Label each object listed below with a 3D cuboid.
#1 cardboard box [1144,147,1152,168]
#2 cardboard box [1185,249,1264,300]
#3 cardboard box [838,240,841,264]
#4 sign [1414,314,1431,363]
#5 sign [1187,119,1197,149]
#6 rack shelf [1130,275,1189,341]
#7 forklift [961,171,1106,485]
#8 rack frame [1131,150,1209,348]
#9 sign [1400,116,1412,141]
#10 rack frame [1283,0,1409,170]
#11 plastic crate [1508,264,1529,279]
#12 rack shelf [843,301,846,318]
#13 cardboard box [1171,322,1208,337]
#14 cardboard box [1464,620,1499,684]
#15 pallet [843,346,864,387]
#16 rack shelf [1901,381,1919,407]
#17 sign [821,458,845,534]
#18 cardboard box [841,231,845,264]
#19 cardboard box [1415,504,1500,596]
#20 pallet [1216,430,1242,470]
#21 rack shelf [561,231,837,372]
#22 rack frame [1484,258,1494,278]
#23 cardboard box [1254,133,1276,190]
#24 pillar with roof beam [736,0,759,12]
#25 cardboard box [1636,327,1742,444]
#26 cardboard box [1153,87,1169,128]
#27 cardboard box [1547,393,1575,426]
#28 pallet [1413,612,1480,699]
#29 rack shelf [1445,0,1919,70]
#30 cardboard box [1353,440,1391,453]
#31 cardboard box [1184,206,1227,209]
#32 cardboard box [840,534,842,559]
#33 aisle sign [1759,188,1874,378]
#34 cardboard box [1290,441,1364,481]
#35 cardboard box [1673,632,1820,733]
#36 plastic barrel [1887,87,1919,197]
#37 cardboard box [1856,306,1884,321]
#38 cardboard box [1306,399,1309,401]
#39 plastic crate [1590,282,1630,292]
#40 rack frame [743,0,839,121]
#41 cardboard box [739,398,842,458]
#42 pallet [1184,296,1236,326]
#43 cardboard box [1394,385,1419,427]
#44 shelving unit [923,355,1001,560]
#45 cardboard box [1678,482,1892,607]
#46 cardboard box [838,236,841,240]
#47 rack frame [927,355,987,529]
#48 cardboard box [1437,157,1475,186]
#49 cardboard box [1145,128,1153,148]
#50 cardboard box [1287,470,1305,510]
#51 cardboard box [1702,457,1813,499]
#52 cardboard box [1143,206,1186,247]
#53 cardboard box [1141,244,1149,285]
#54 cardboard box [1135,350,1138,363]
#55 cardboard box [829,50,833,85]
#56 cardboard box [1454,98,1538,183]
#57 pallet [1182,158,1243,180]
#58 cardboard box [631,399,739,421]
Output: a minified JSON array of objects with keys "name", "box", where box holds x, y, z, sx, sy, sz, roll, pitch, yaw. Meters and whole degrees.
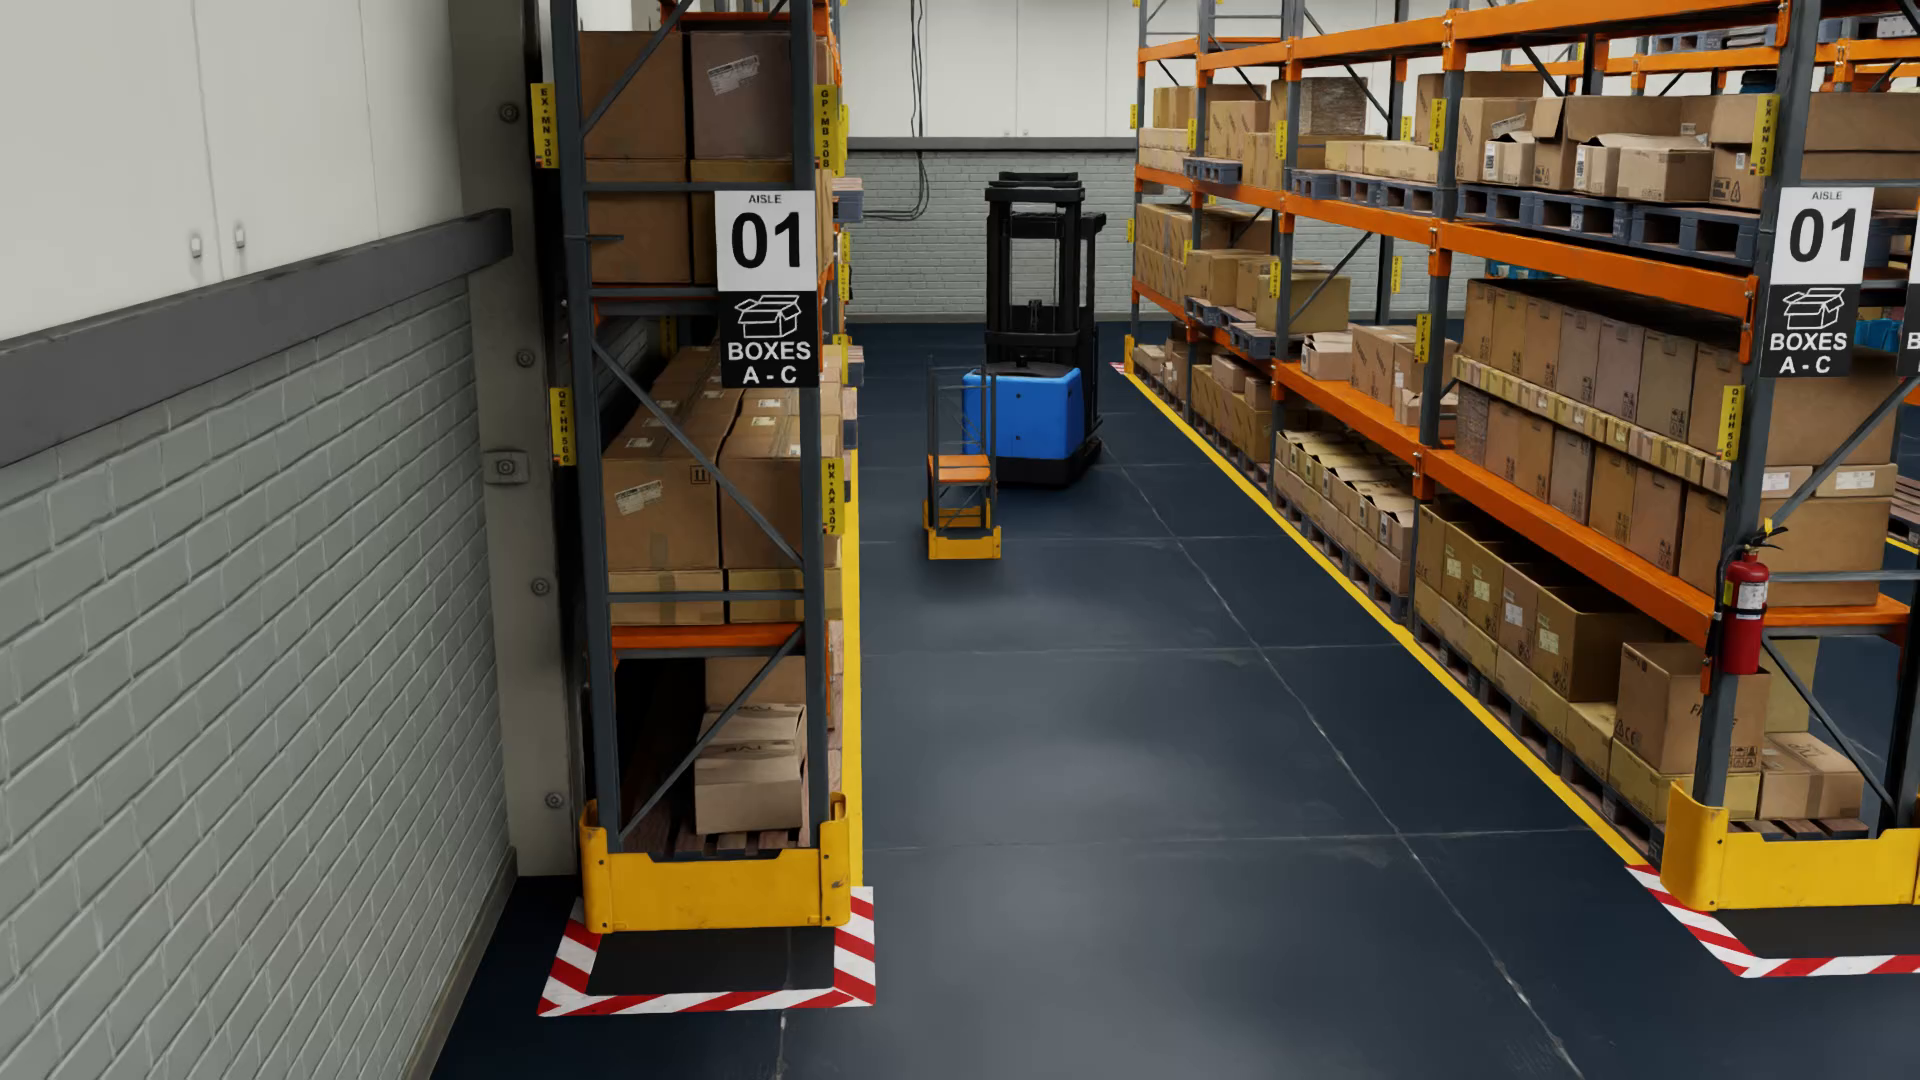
[{"name":"cardboard box","box":[2.672,-4.936,21.472,0.500,0.250,0.500,-1,14,-3]},{"name":"cardboard box","box":[2.929,-2.948,18.421,0.700,0.500,0.500,-6,16,-22]},{"name":"cardboard box","box":[-1.483,-2.939,17.086,0.500,0.250,0.500,-1,14,-2]},{"name":"sign","box":[3.078,-1.339,11.047,0.100,0.325,0.005,-1,14,-3]},{"name":"sign","box":[2.582,-4.510,18.478,0.100,0.325,0.005,-1,14,-3]},{"name":"rack shelf","box":[2.999,-2.966,20.979,1.077,0.370,4.000,-1,14,-3]},{"name":"forklift","box":[0.866,-2.271,16.972,1.130,2.935,3.031,4,15,14]},{"name":"rack frame","box":[2.875,-3.812,22.823,1.000,3.000,0.127,-1,14,-3]},{"name":"sign","box":[3.926,-3.571,14.668,0.100,0.325,0.005,-1,14,-3]},{"name":"rack frame","box":[3.371,-4.728,14.343,1.000,3.000,0.127,-1,14,-3]},{"name":"plastic crate","box":[7.547,-3.605,22.235,0.416,0.233,0.300,-1,14,-3]},{"name":"rack shelf","box":[-1.945,-2.889,20.679,1.077,0.370,4.000,-1,14,-3]},{"name":"cardboard box","box":[3.155,-2.683,22.569,0.500,0.500,0.500,-1,14,-3]},{"name":"cardboard box","box":[3.397,0.669,10.081,0.500,0.250,0.500,-1,14,-3]},{"name":"pallet","box":[-1.422,-1.477,14.131,1.213,0.211,1.003,-1,14,-3]},{"name":"rack shelf","box":[8.439,-1.052,13.540,1.077,0.370,4.000,-1,14,-3]},{"name":"sign","box":[-0.536,-0.183,6.981,0.100,0.325,0.005,-1,14,-3]},{"name":"cardboard box","box":[-1.971,-3.573,21.290,0.980,0.700,0.700,-1,14,-4]},{"name":"cardboard box","box":[3.335,0.057,10.954,0.500,0.500,0.500,-1,14,-3]},{"name":"pallet","box":[3.290,-0.961,17.338,1.003,0.211,1.213,-1,14,-3]},{"name":"rack shelf","box":[-1.201,-1.357,8.706,1.077,0.370,4.000,-1,14,-3]},{"name":"rack frame","box":[7.820,-3.888,23.117,1.000,3.000,0.127,-1,14,-3]},{"name":"cardboard box","box":[3.279,-3.559,15.617,0.910,0.500,0.500,-1,14,-3]},{"name":"pillar with roof beam","box":[1.198,-7.365,24.591,9.100,9.000,0.400,-1,14,-3]},{"name":"cardboard box","box":[3.809,-0.770,8.195,0.700,0.500,0.500,-1,14,-5]},{"name":"cardboard box","box":[2.870,-5.544,21.328,0.700,0.500,0.500,-1,14,-3]},{"name":"cardboard box","box":[3.542,-0.735,9.362,0.380,0.149,0.250,-1,14,-4]},{"name":"pallet","box":[3.626,0.721,10.800,1.003,0.211,1.213,-1,14,-3]},{"name":"rack shelf","box":[3.743,-2.694,8.683,1.077,0.370,4.000,-1,14,-3]},{"name":"cardboard box","box":[3.688,-0.710,14.317,0.500,0.311,0.500,-1,14,-4]},{"name":"cardboard box","box":[3.210,-4.113,21.784,0.500,0.500,0.500,0,14,-2]},{"name":"cardboard box","box":[-0.863,-0.075,8.557,0.500,0.250,0.500,-1,14,-4]},{"name":"aisle sign","box":[3.578,-1.071,6.952,0.394,0.787,0.004,-1,14,-3]},{"name":"cardboard box","box":[3.151,-0.701,14.280,0.500,0.311,0.500,-1,14,-5]},{"name":"cardboard box","box":[4.023,0.671,8.569,0.500,0.500,0.500,-1,14,-3]},{"name":"plastic barrel","box":[8.149,-3.386,14.141,0.600,0.901,0.600,0,14,0]},{"name":"cardboard box","box":[12.882,-2.981,23.012,0.875,0.875,0.875,-1,14,-3]},{"name":"cardboard box","box":[3.564,-1.198,16.795,0.500,0.500,0.500,-1,14,-4]},{"name":"plastic crate","box":[7.698,-3.025,19.676,0.392,0.384,0.575,-1,14,-3]},{"name":"rack frame","box":[-1.821,-5.645,17.908,1.000,3.000,0.127,-1,14,-3]},{"name":"cardboard box","box":[-0.853,-0.431,8.437,0.500,0.500,0.500,-1,14,-5]},{"name":"pallet","box":[3.064,-2.524,18.202,1.003,0.211,1.213,-1,14,-3]},{"name":"cardboard box","box":[3.381,-0.979,12.079,0.396,0.266,0.258,-1,14,-5]},{"name":"shelving unit","box":[0.005,-0.707,13.766,0.587,1.500,1.083,-1,14,-3]},{"name":"cardboard box","box":[3.851,0.002,7.797,0.700,0.500,0.500,-1,14,-3]},{"name":"cardboard box","box":[-1.514,-3.066,17.579,0.500,0.250,0.500,-1,14,-2]},{"name":"rack frame","box":[-0.026,-0.832,14.248,0.500,1.500,0.032,-1,14,-3]},{"name":"cardboard box","box":[3.590,-2.565,11.413,0.500,0.250,0.500,1,14,2]},{"name":"cardboard box","box":[2.671,-5.178,21.410,0.500,0.250,0.500,-1,14,-3]},{"name":"cardboard box","box":[3.142,-0.435,14.371,0.500,0.250,0.500,-1,14,-5]},{"name":"cardboard box","box":[3.653,-0.288,7.622,0.380,0.149,0.250,-1,14,-4]},{"name":"cardboard box","box":[2.680,-4.101,21.736,0.500,0.500,0.500,-1,14,-3]},{"name":"cardboard box","box":[2.677,-3.618,21.867,0.500,0.500,0.500,-1,14,-4]},{"name":"cardboard box","box":[2.574,-2.481,22.454,0.380,0.166,0.250,-1,14,-3]},{"name":"cardboard box","box":[-0.936,-2.359,8.908,0.500,0.500,0.500,-1,14,-5]},{"name":"cardboard box","box":[3.387,-2.471,10.265,0.500,0.500,0.500,0,14,1]},{"name":"pallet","box":[3.094,-4.016,17.972,1.213,0.211,1.003,-1,14,-3]},{"name":"cardboard box","box":[-1.376,-0.424,8.409,0.500,0.500,0.500,-1,14,-5]}]
